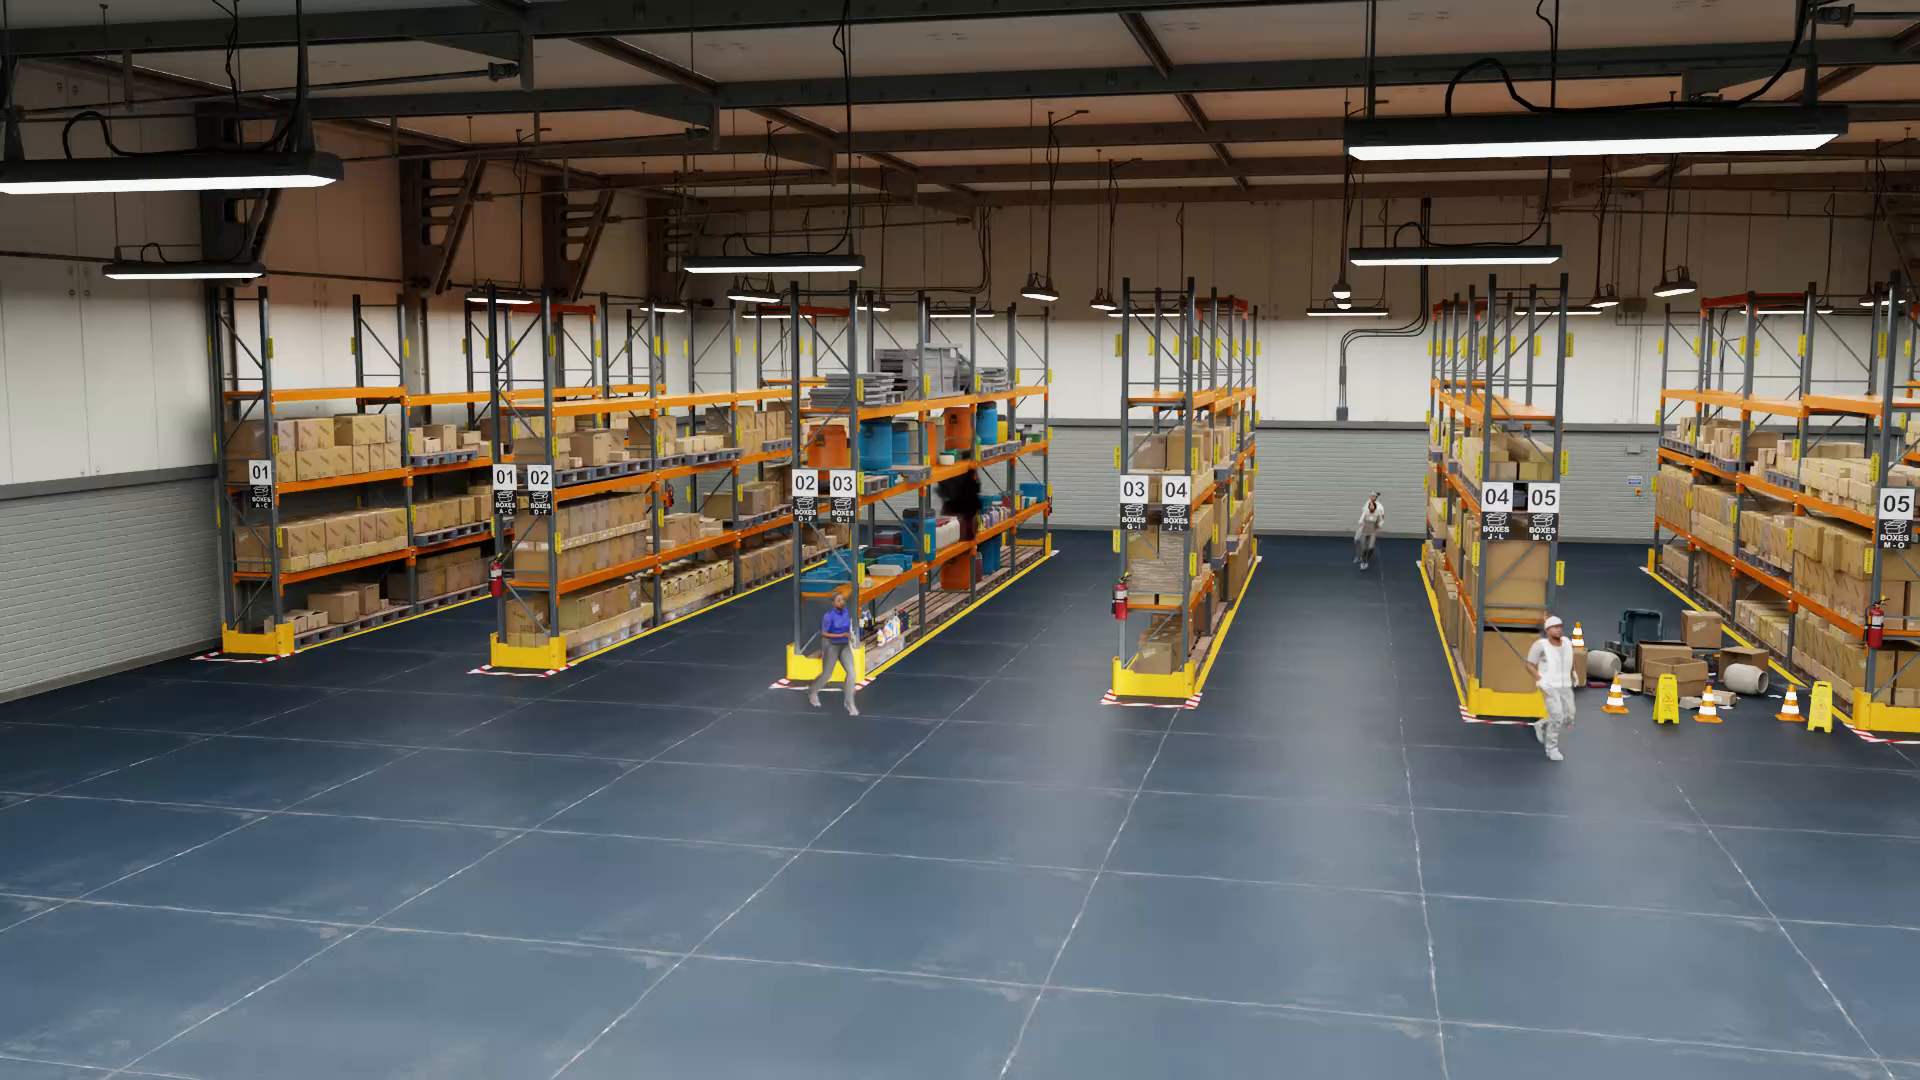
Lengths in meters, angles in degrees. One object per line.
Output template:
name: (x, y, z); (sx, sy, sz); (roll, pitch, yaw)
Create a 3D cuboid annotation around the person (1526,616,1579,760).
person: (7.276, 1.799, 20.464); (0.676, 1.748, 0.581); (-2, 7, -19)

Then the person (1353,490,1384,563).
person: (9.635, -0.298, 38.949); (0.641, 1.778, 0.704); (-5, 8, -37)

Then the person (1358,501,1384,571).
person: (9.269, -0.090, 37.574); (0.540, 1.585, 0.640); (2, 7, 19)

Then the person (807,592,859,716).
person: (-1.725, 1.550, 23.000); (0.586, 1.696, 0.902); (-5, 9, -40)
